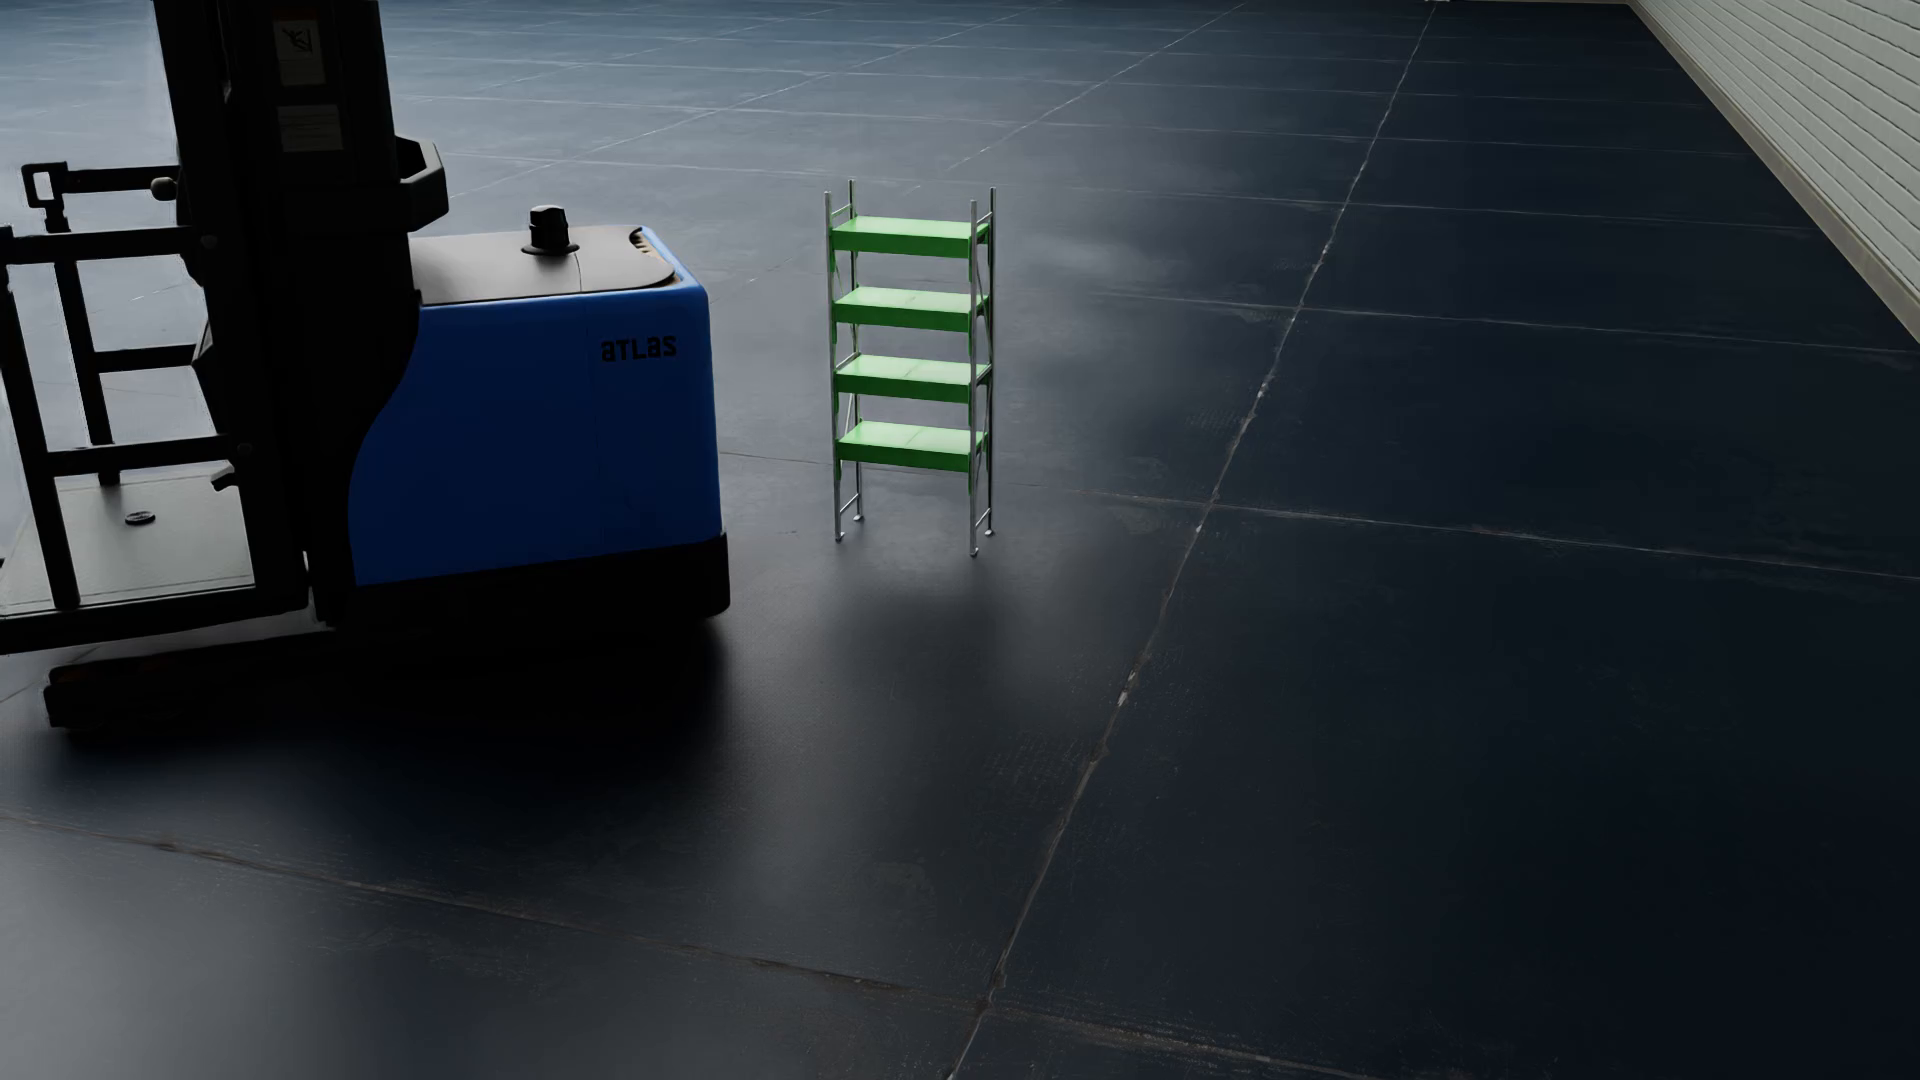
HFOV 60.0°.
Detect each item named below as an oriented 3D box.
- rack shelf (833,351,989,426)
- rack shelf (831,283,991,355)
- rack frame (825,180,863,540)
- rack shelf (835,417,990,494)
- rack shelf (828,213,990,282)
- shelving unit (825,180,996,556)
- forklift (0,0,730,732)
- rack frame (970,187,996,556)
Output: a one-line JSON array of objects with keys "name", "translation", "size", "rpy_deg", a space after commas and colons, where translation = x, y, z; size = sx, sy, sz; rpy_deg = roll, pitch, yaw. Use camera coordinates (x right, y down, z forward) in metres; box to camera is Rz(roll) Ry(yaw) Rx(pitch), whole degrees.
[{"name": "rack shelf", "translation": [-0.158, -0.514, 5.611], "size": [0.480, 0.148, 0.258], "rpy_deg": [7, 23, 16]}, {"name": "rack shelf", "translation": [-0.158, -0.736, 5.520], "size": [0.480, 0.148, 0.258], "rpy_deg": [7, 23, 16]}, {"name": "rack frame", "translation": [-0.392, -0.600, 5.652], "size": [0.015, 1.200, 0.240], "rpy_deg": [7, 23, 16]}, {"name": "rack shelf", "translation": [-0.158, -0.292, 5.702], "size": [0.480, 0.148, 0.258], "rpy_deg": [7, 23, 16]}, {"name": "rack shelf", "translation": [-0.158, -0.958, 5.429], "size": [0.480, 0.148, 0.258], "rpy_deg": [7, 23, 16]}, {"name": "shelving unit", "translation": [-0.158, -0.573, 5.587], "size": [0.503, 1.200, 0.258], "rpy_deg": [7, 23, 16]}, {"name": "forklift", "translation": [-2.278, -1.063, 4.499], "size": [3.031, 2.935, 1.130], "rpy_deg": [-8, 24, -18]}, {"name": "rack frame", "translation": [0.075, -0.547, 5.521], "size": [0.015, 1.200, 0.240], "rpy_deg": [7, 23, 16]}]
